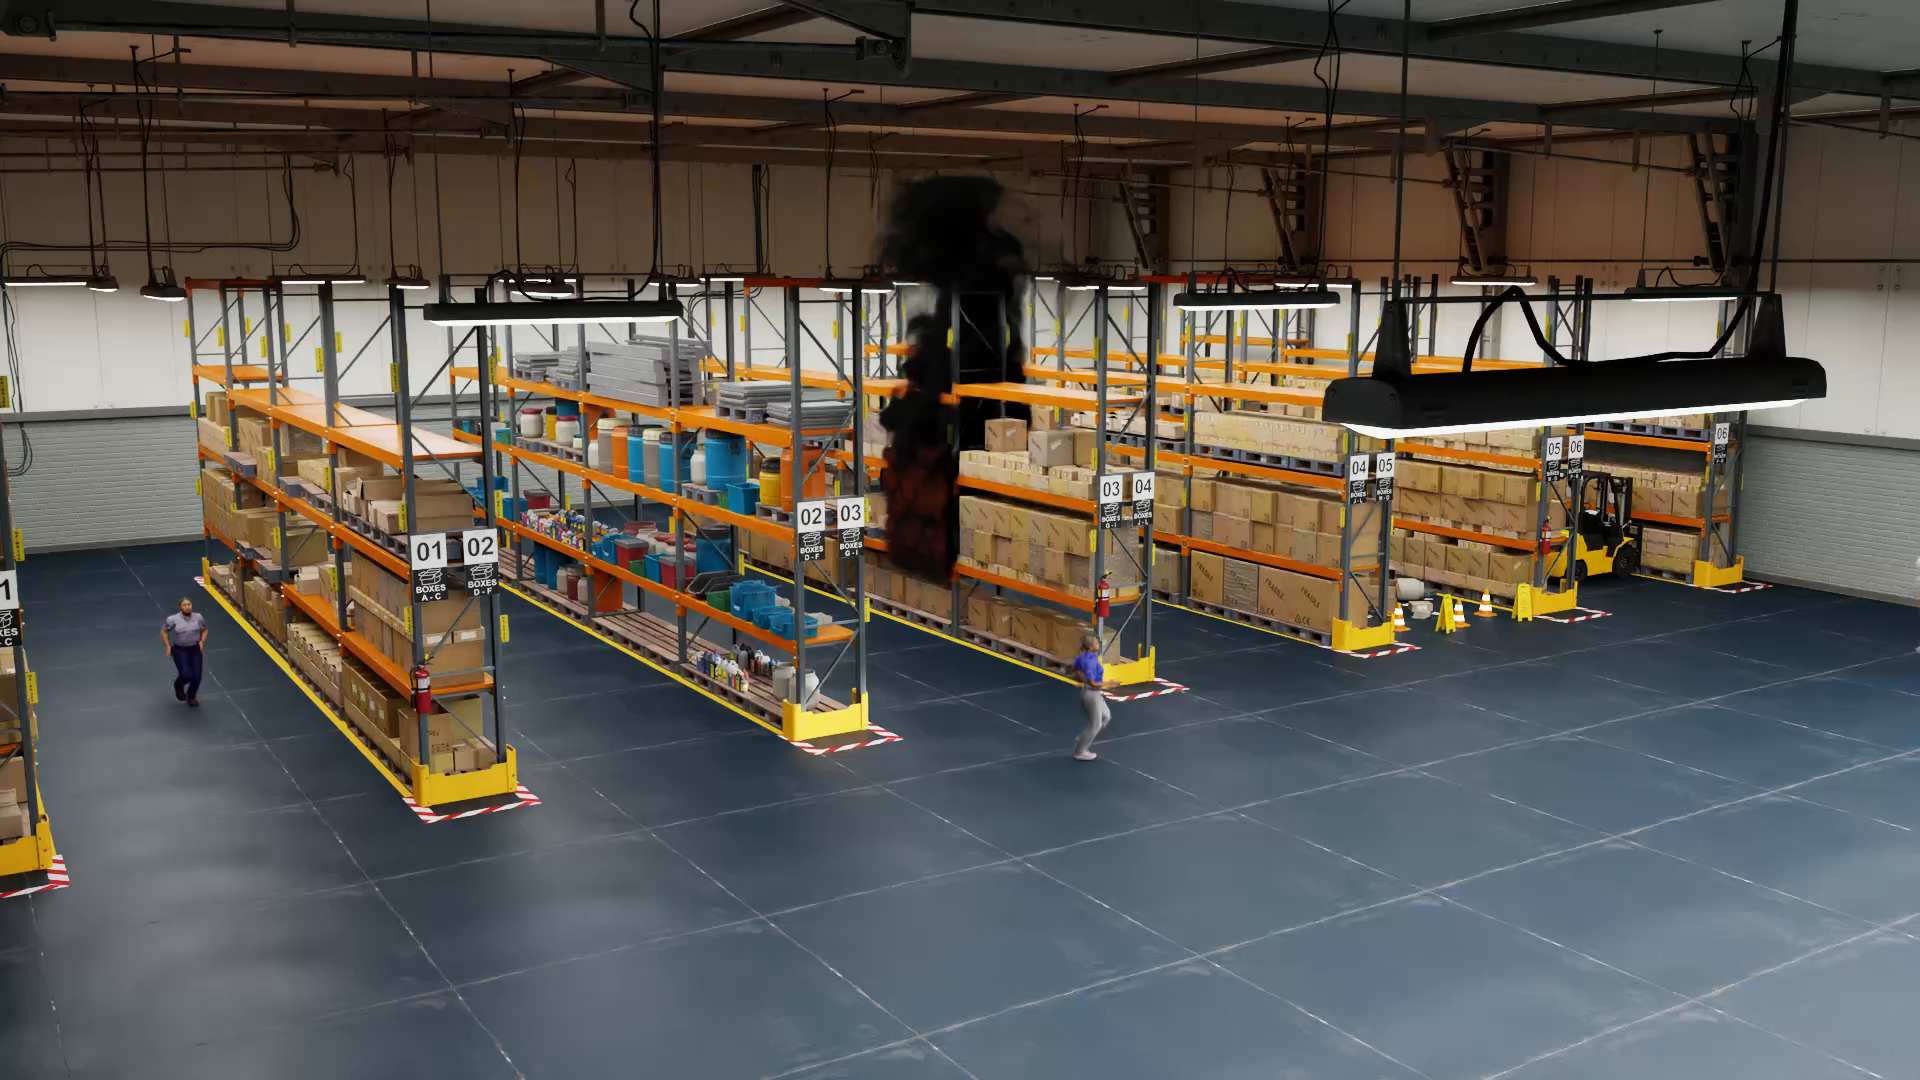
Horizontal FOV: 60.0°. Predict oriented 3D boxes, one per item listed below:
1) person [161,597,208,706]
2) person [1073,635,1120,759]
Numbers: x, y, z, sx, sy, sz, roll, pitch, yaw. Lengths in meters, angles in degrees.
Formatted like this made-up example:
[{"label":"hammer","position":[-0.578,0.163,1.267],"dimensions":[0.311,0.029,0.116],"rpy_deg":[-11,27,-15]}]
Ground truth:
[{"label":"person","position":[-10.992,1.602,23.686],"dimensions":[0.592,1.598,0.588],"rpy_deg":[-8,12,-39]},{"label":"person","position":[1.738,1.997,21.216],"dimensions":[0.572,1.619,0.563],"rpy_deg":[-1,10,-4]}]
